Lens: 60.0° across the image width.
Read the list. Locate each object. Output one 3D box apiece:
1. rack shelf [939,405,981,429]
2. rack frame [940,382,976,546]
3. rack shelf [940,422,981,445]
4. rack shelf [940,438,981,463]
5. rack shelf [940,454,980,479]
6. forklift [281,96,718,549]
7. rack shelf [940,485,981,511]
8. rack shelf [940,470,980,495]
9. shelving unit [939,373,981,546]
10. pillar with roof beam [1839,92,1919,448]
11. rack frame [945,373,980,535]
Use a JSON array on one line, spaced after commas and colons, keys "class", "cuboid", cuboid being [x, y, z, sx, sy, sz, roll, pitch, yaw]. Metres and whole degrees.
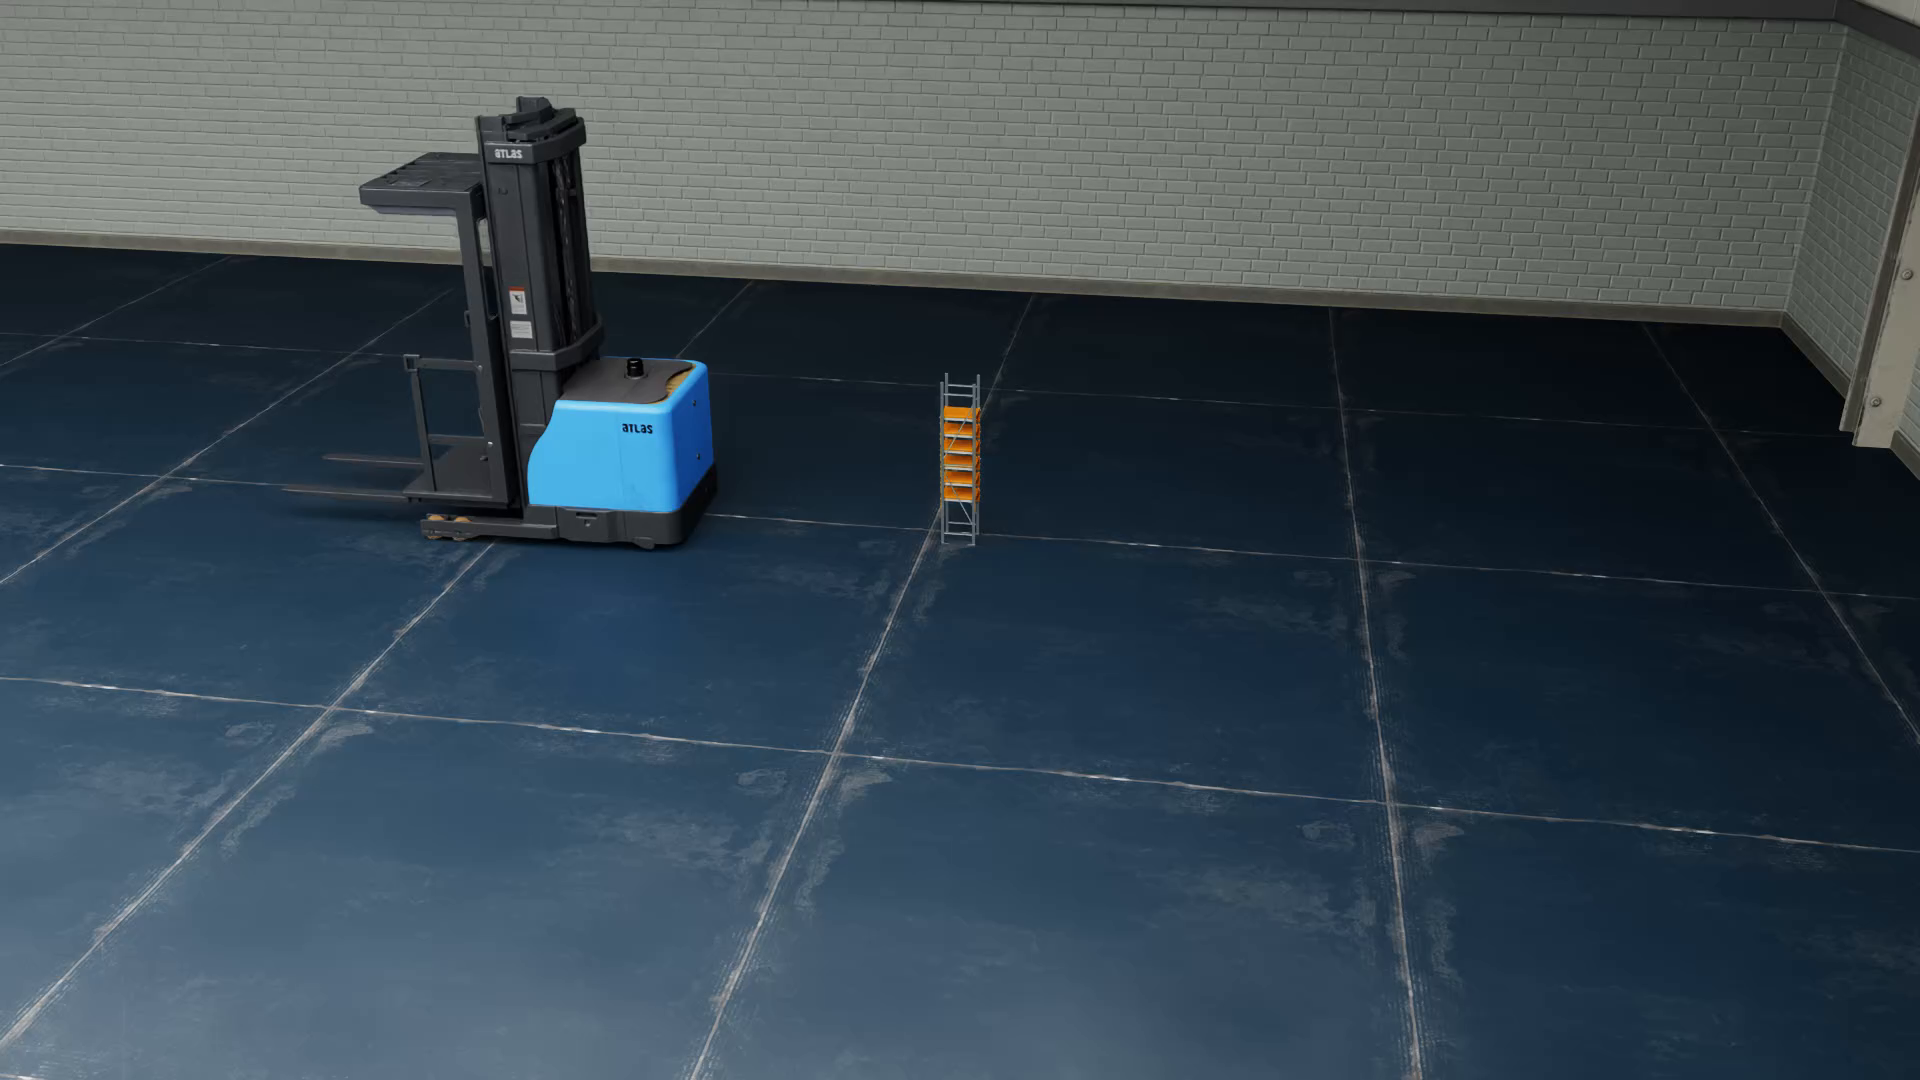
[{"class": "rack shelf", "cuboid": [0.002, -0.835, 11.375, 0.258, 0.103, 0.180, 4, 25, 9]}, {"class": "rack frame", "cuboid": [-0.013, -0.511, 11.427, 0.240, 1.200, 0.006, 4, 25, 9]}, {"class": "rack shelf", "cuboid": [0.002, -0.727, 11.426, 0.258, 0.103, 0.180, 4, 25, 9]}, {"class": "rack shelf", "cuboid": [0.002, -0.618, 11.477, 0.258, 0.103, 0.180, 4, 25, 9]}, {"class": "rack shelf", "cuboid": [0.002, -0.509, 11.527, 0.258, 0.103, 0.180, 4, 25, 9]}, {"class": "forklift", "cuboid": [-3.361, -1.537, 11.577, 3.031, 2.935, 1.130, 4, 25, 8]}, {"class": "rack shelf", "cuboid": [0.002, -0.292, 11.629, 0.258, 0.103, 0.180, 4, 25, 9]}, {"class": "rack shelf", "cuboid": [0.002, -0.401, 11.578, 0.258, 0.103, 0.180, 4, 25, 9]}, {"class": "shelving unit", "cuboid": [0.002, -0.549, 11.509, 0.258, 1.200, 0.189, 4, 25, 9]}, {"class": "pillar with roof beam", "cuboid": [3.121, -5.201, 12.247, 9.100, 9.000, 0.400, 4, 25, 9]}, {"class": "rack frame", "cuboid": [0.017, -0.588, 11.590, 0.240, 1.200, 0.006, 4, 25, 9]}]
